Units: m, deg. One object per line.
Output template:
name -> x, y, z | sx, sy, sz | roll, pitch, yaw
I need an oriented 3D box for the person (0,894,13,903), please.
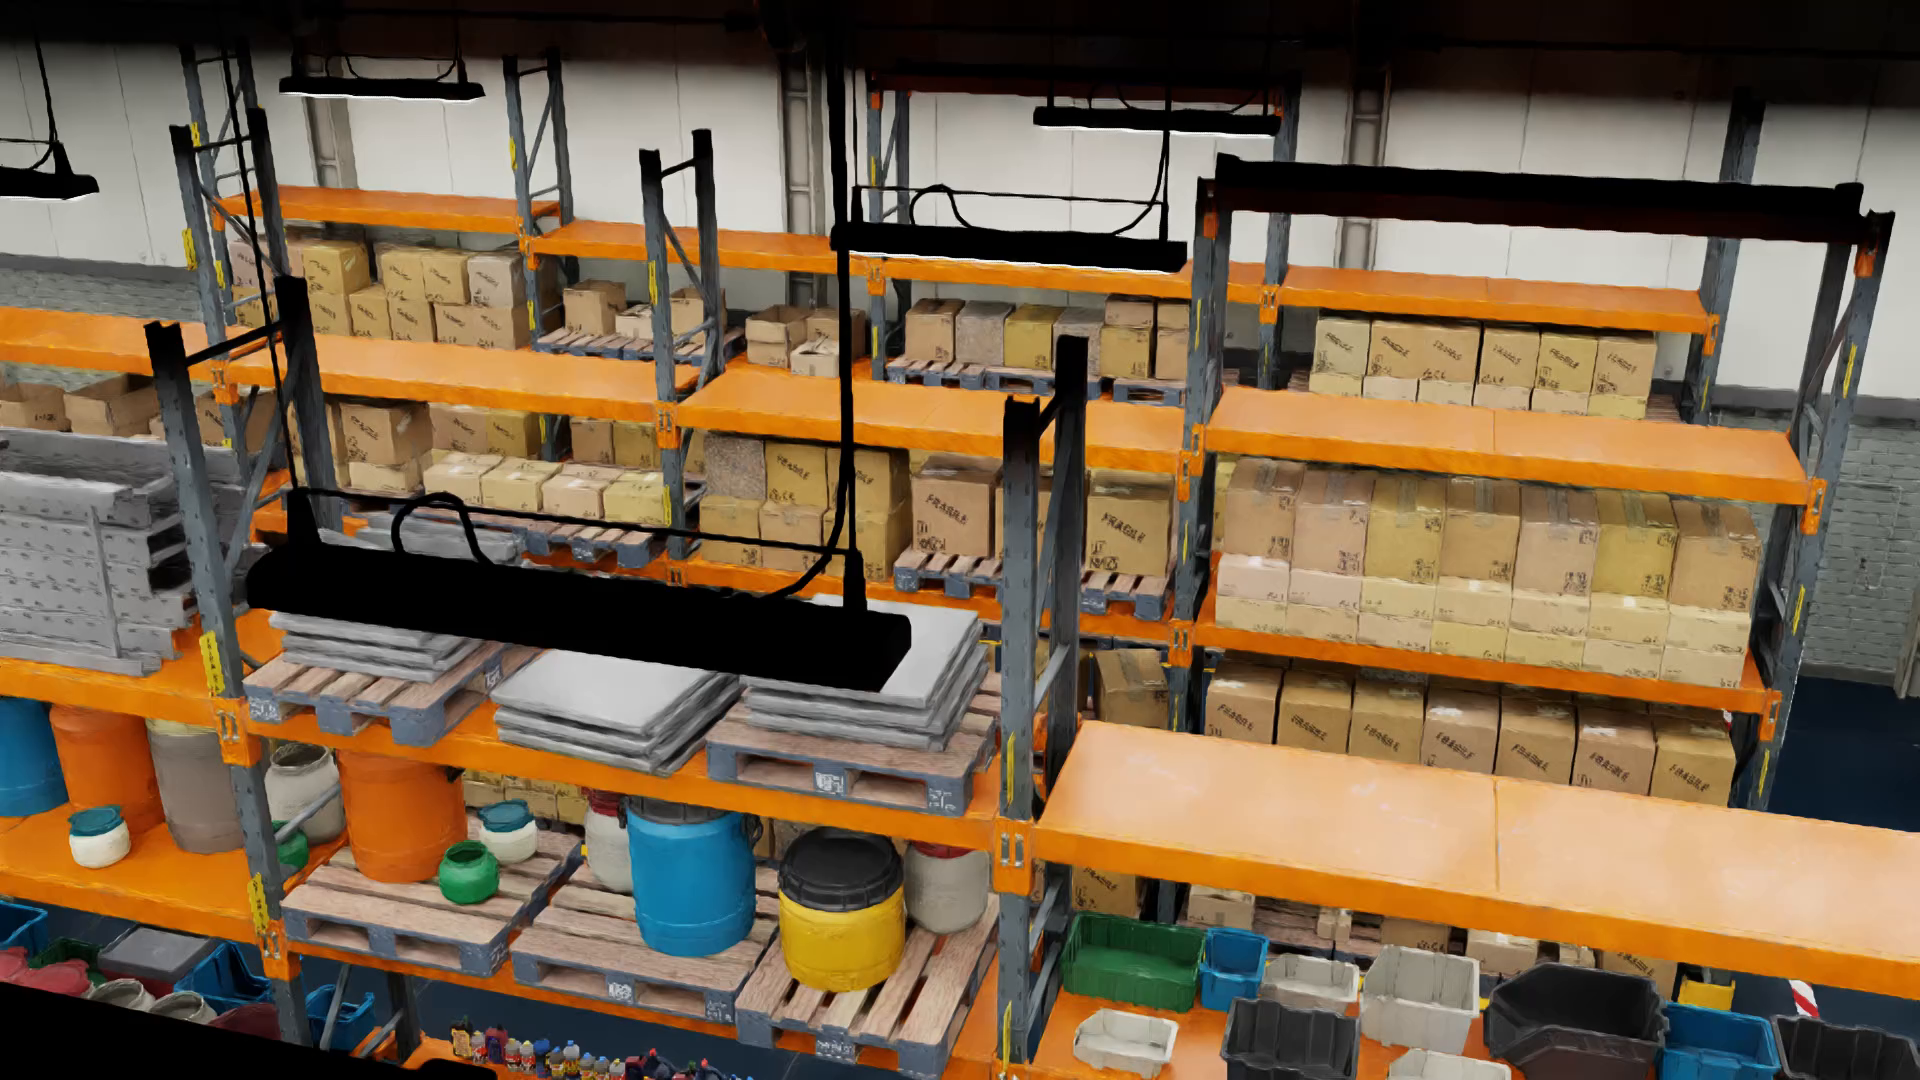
person -> -7.511, 2.178, 13.278 | 0.845, 1.717, 0.701 | 0, 23, 0

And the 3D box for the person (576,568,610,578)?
person -> -3.849, 0.498, 17.454 | 1.016, 1.604, 0.444 | 3, 23, 7
